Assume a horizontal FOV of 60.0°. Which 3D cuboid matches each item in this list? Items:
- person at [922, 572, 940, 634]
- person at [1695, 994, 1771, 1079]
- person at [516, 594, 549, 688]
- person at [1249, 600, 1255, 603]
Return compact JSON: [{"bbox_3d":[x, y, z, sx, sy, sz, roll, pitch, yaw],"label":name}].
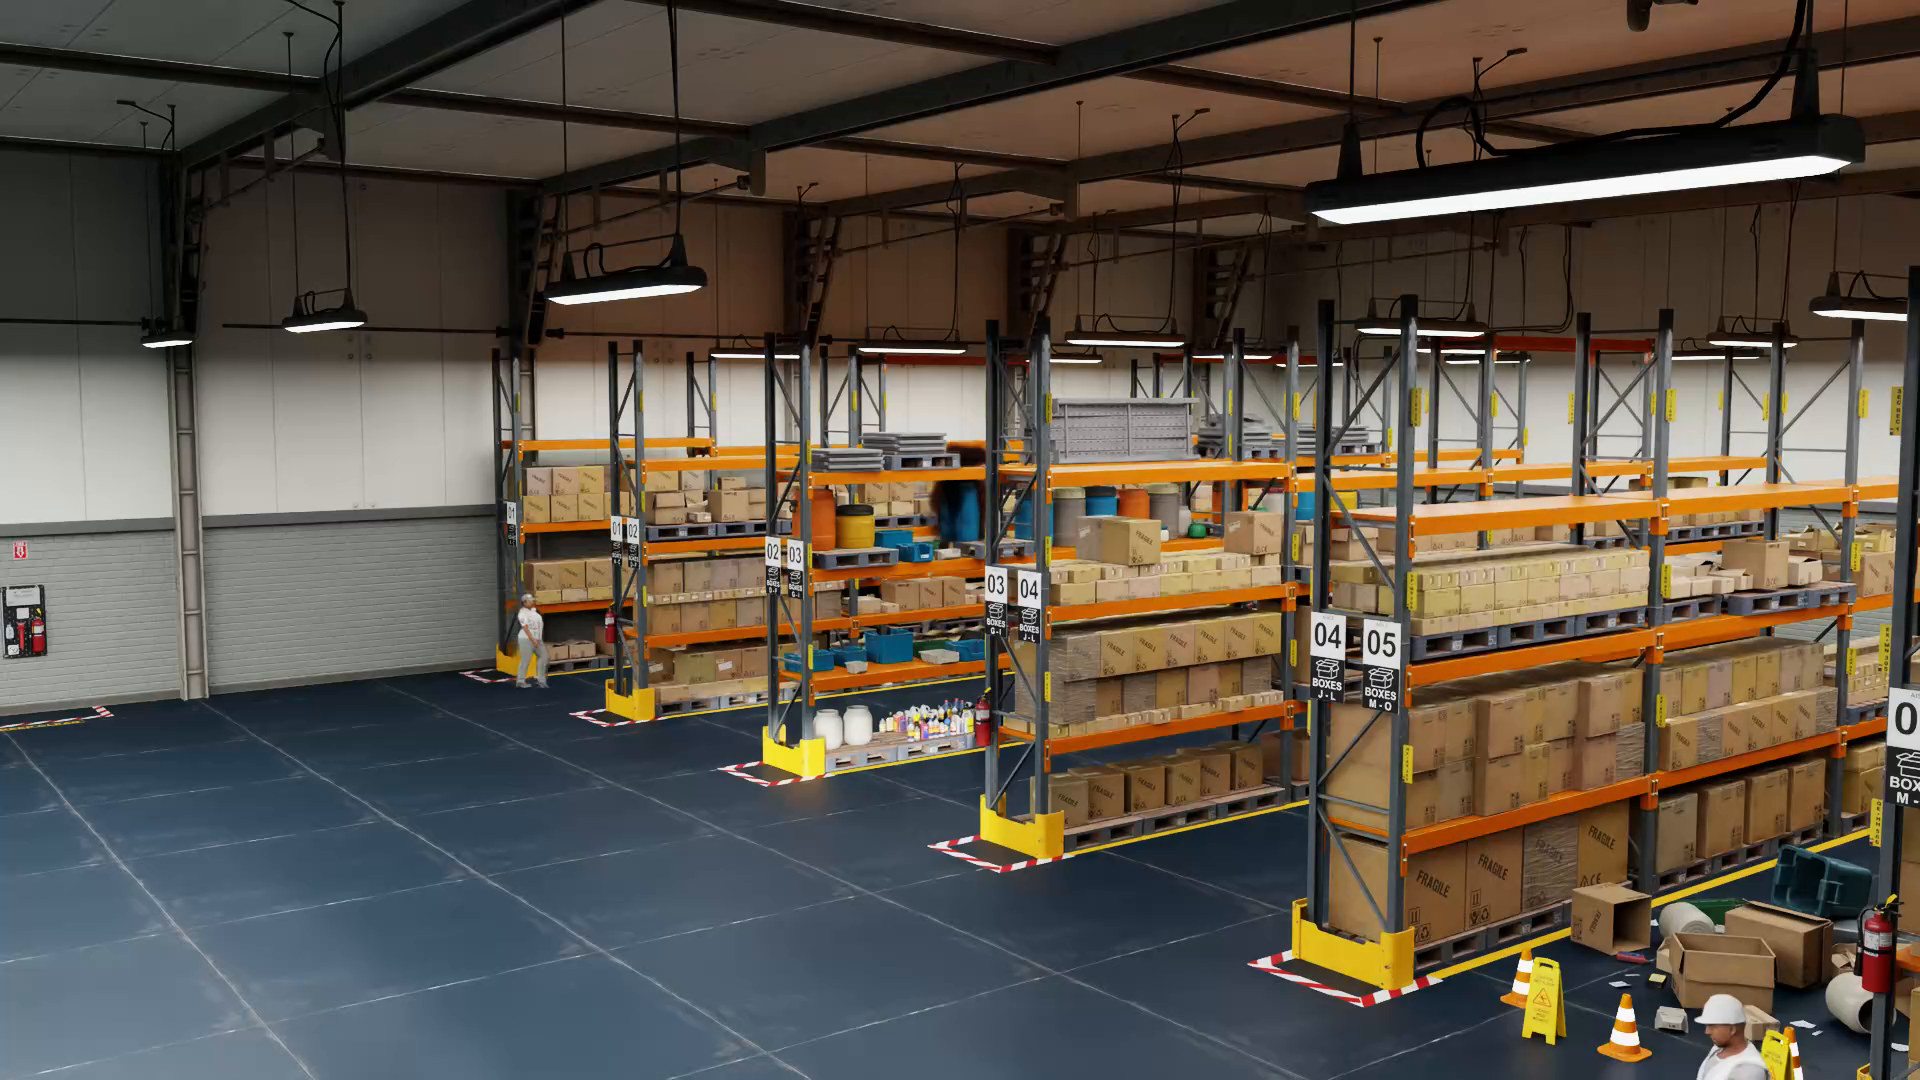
[{"bbox_3d":[-0.672,1.327,34.228,0.959,1.639,0.444,-5,7,-44],"label":"person"},{"bbox_3d":[4.326,3.448,9.401,0.399,1.783,0.629,1,5,9],"label":"person"},{"bbox_3d":[-7.514,1.804,29.223,0.570,1.724,0.567,1,5,12],"label":"person"},{"bbox_3d":[5.748,1.544,31.686,0.665,1.655,0.456,-4,6,-38],"label":"person"}]
